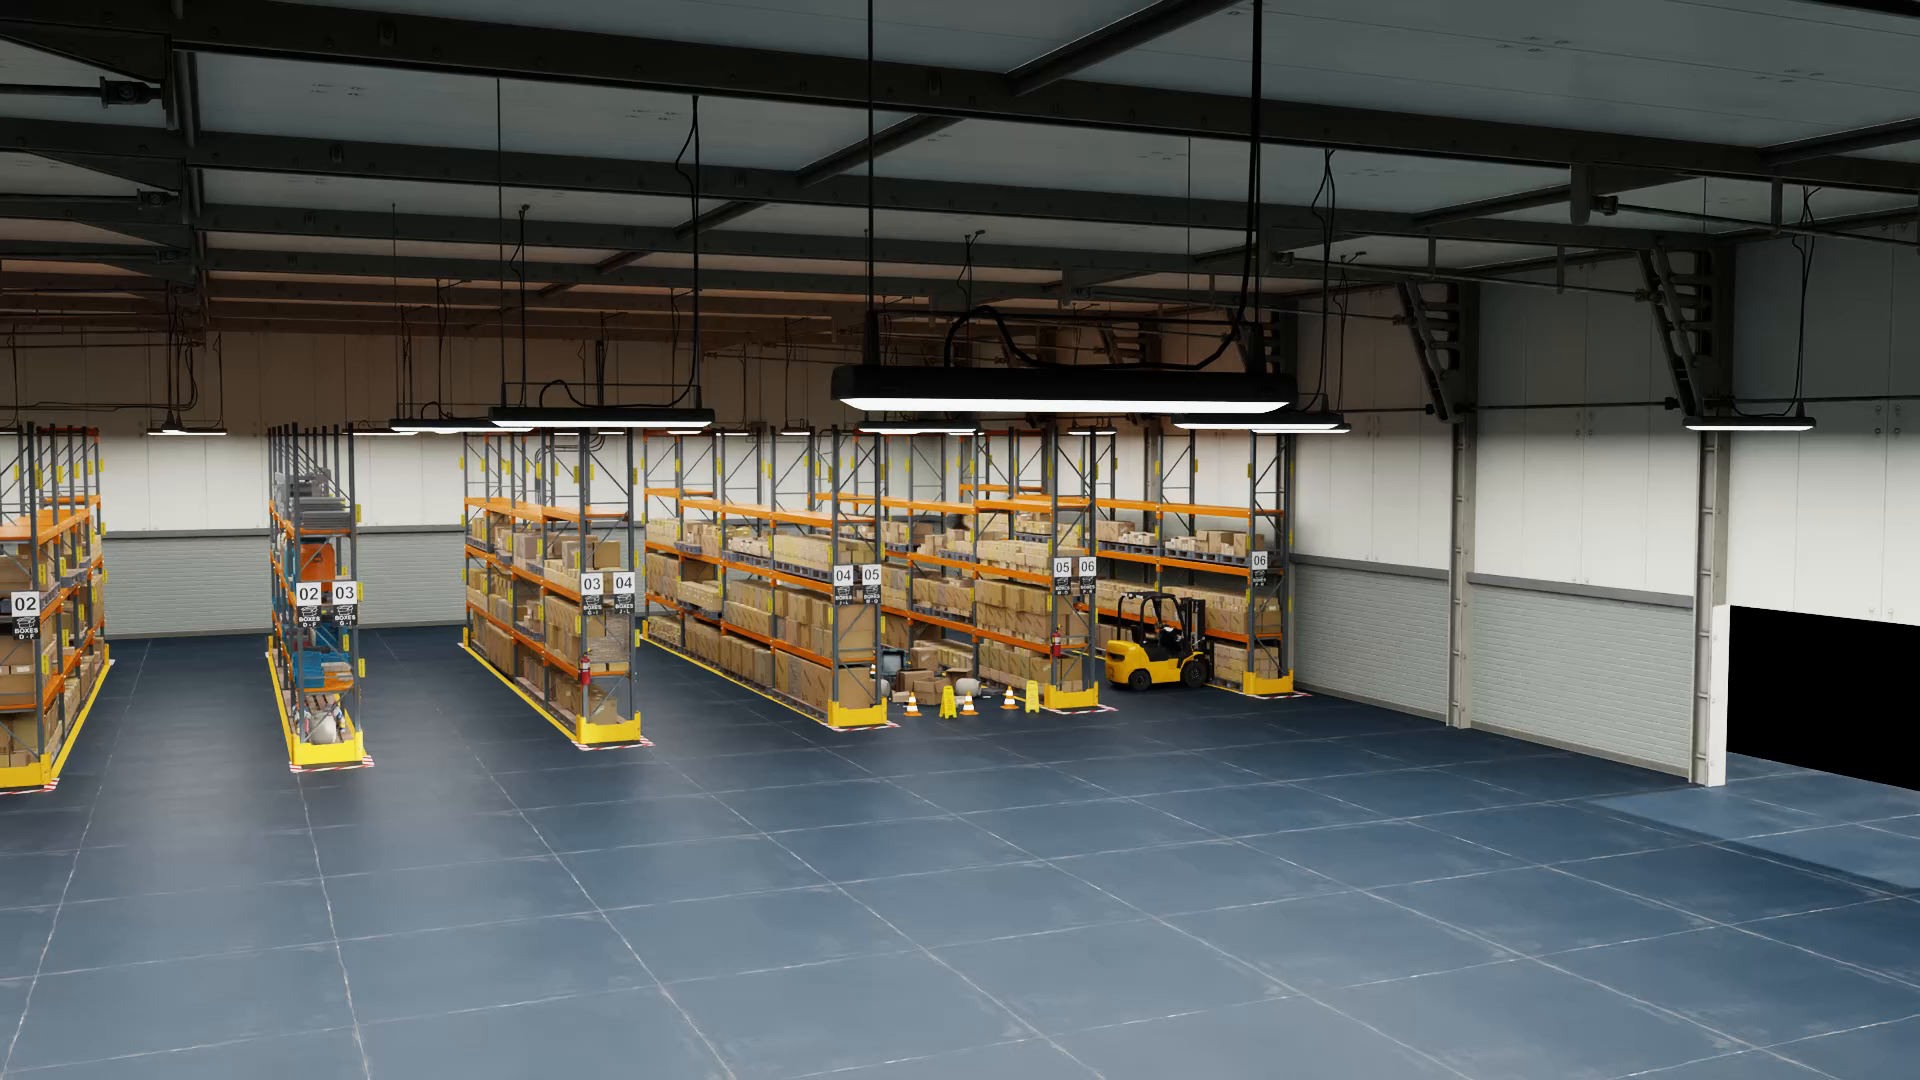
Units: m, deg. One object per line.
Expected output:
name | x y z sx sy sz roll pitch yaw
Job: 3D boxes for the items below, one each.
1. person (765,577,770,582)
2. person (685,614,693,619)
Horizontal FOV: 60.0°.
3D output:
person | -5.909 1.786 51.245 0.541 1.640 0.957 3 4 37
person | -8.570 1.686 52.302 0.532 1.668 0.729 0 3 5
